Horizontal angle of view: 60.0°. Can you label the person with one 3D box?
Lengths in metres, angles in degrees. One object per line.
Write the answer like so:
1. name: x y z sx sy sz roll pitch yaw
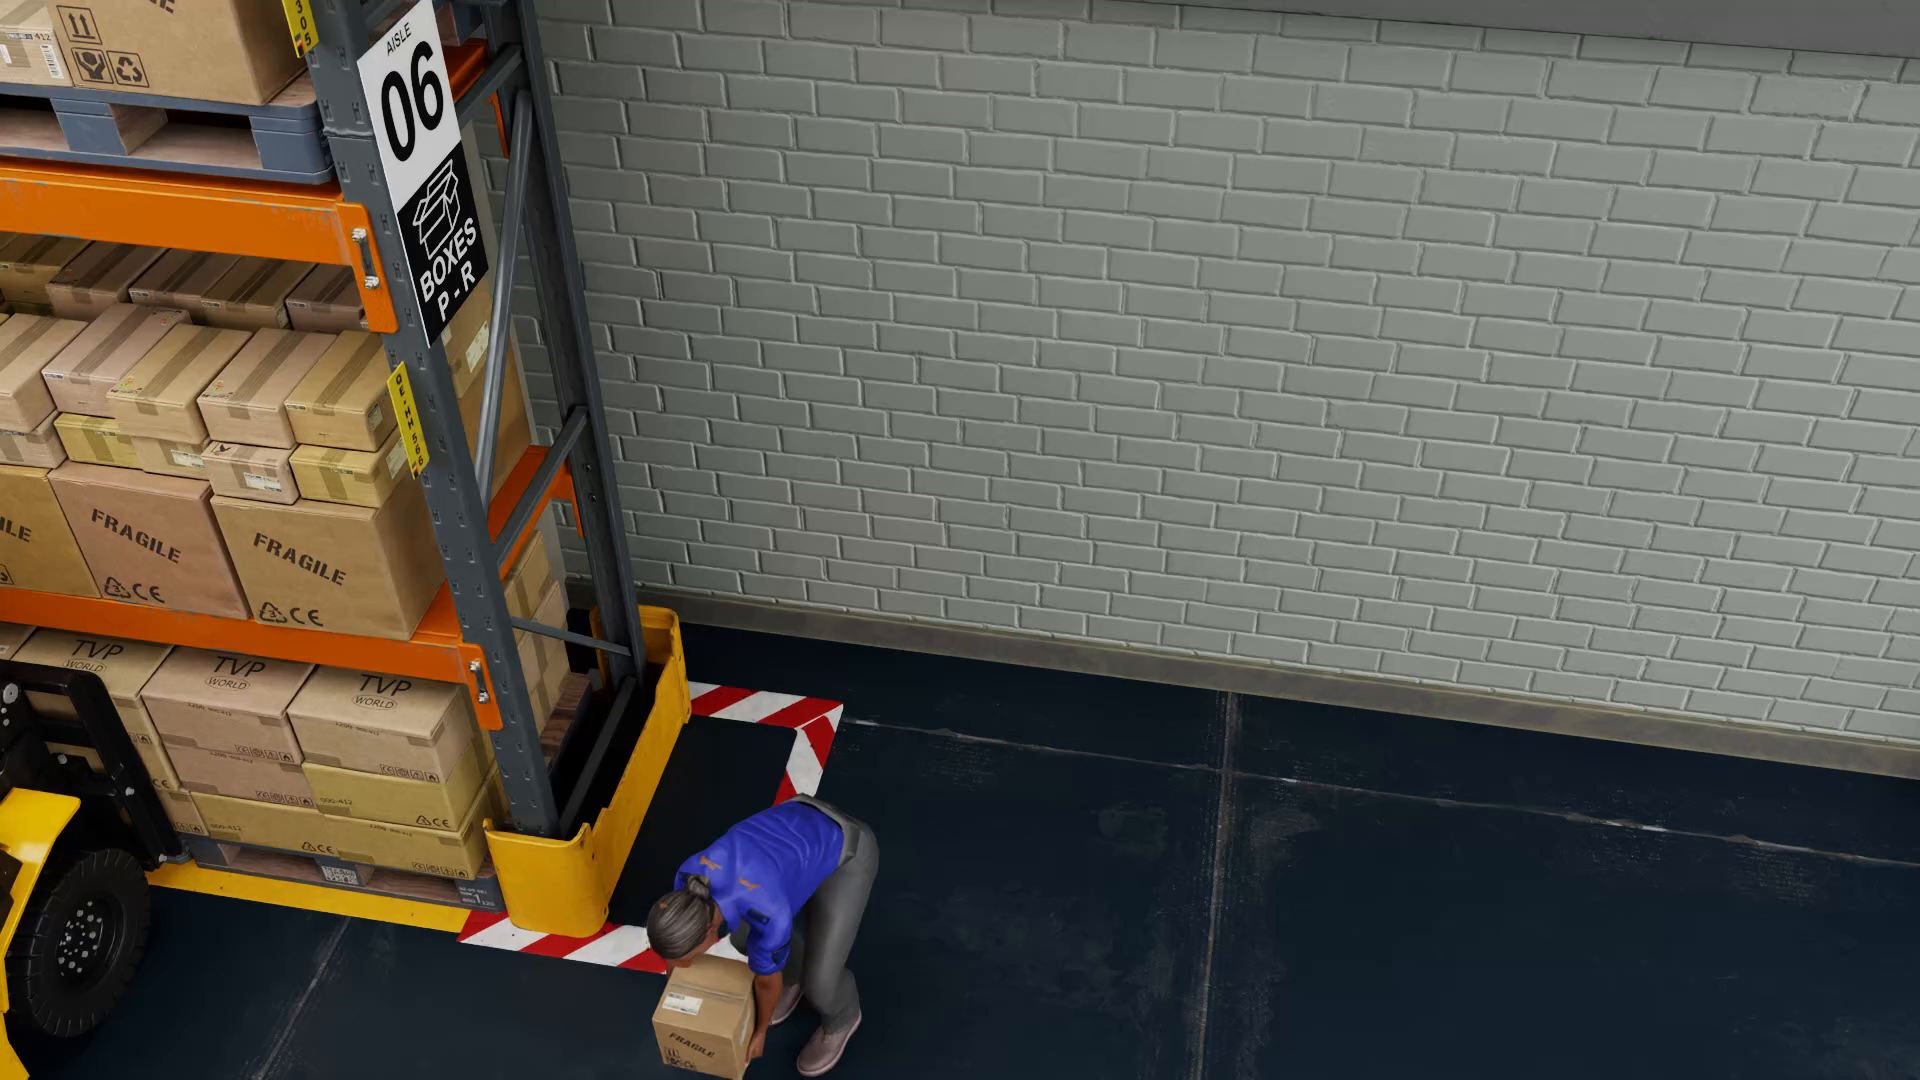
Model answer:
1. person: -0.589 1.250 5.093 0.428 1.165 0.839 25 47 26
